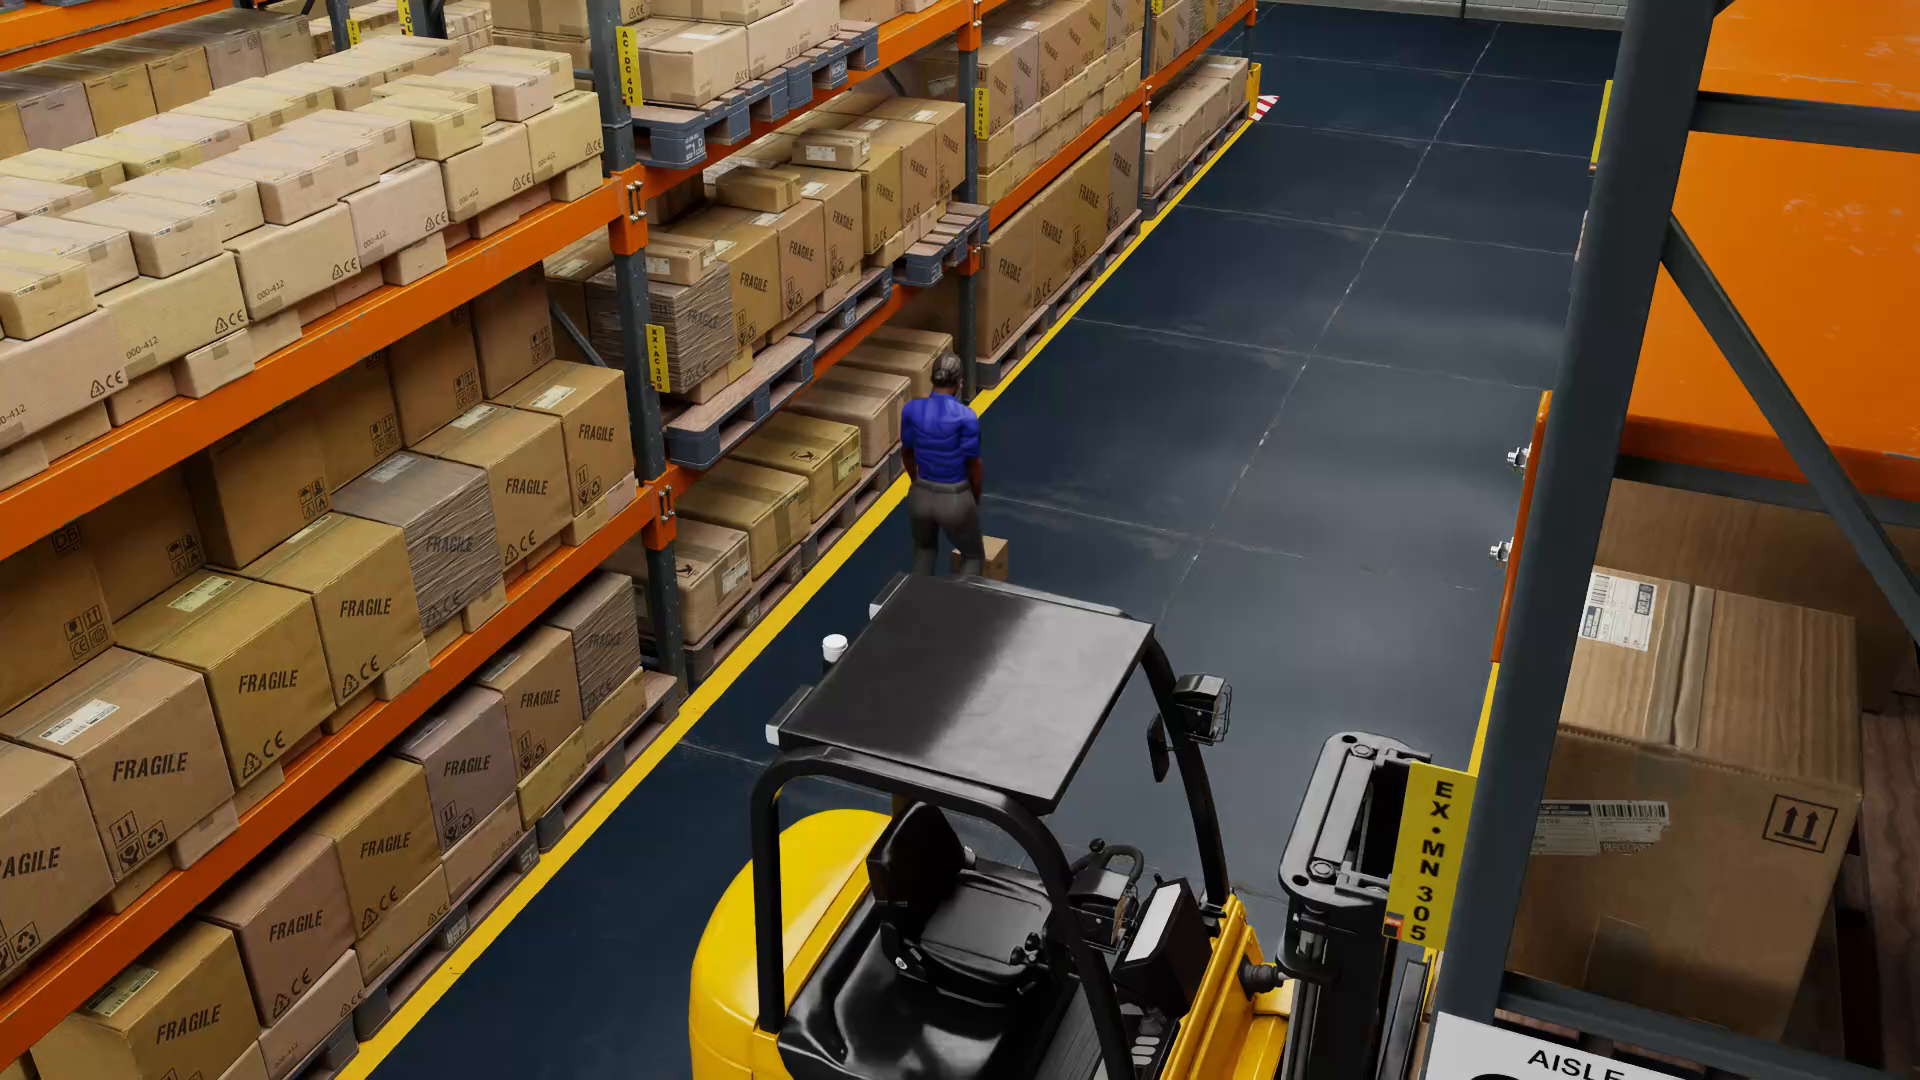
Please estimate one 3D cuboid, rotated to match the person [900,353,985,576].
[{"bbox_3d":[-0.103,-0.211,8.849,0.464,1.588,0.411,12,32,20],"label":"person"}]
